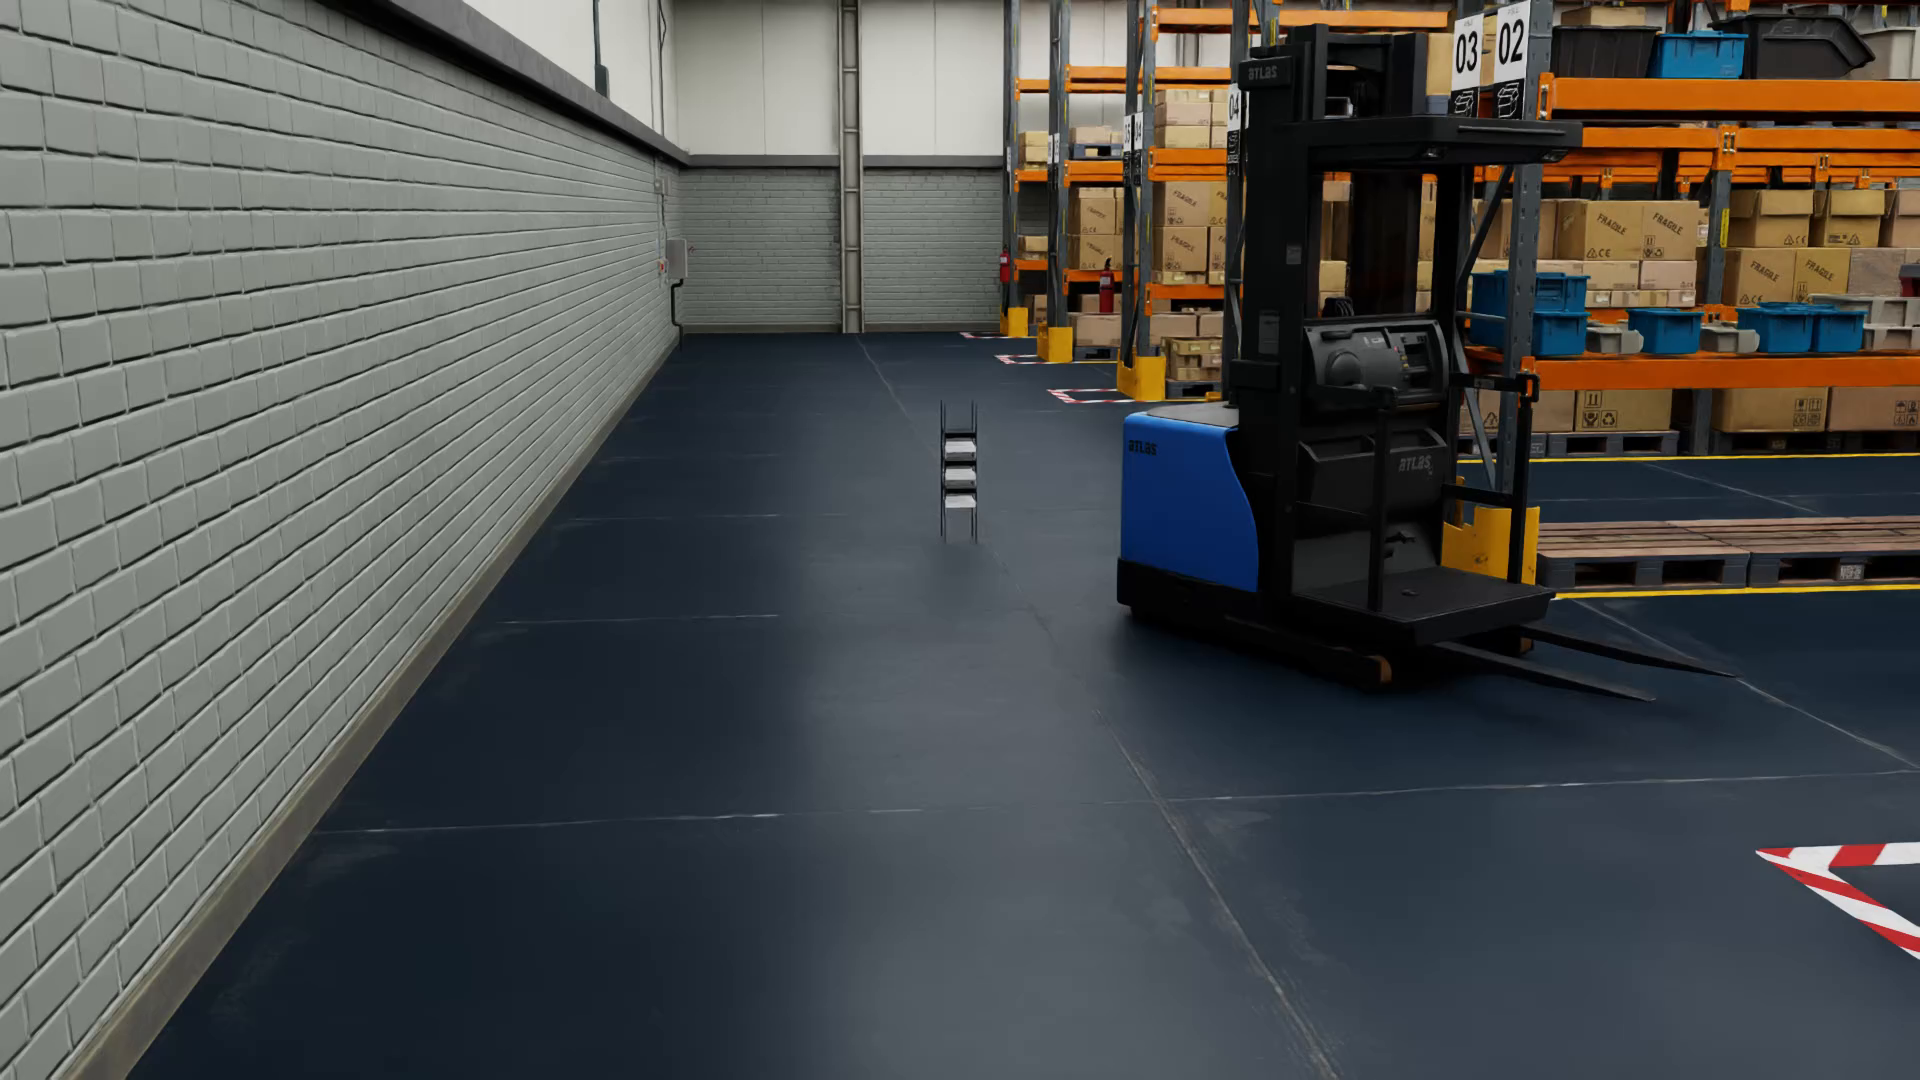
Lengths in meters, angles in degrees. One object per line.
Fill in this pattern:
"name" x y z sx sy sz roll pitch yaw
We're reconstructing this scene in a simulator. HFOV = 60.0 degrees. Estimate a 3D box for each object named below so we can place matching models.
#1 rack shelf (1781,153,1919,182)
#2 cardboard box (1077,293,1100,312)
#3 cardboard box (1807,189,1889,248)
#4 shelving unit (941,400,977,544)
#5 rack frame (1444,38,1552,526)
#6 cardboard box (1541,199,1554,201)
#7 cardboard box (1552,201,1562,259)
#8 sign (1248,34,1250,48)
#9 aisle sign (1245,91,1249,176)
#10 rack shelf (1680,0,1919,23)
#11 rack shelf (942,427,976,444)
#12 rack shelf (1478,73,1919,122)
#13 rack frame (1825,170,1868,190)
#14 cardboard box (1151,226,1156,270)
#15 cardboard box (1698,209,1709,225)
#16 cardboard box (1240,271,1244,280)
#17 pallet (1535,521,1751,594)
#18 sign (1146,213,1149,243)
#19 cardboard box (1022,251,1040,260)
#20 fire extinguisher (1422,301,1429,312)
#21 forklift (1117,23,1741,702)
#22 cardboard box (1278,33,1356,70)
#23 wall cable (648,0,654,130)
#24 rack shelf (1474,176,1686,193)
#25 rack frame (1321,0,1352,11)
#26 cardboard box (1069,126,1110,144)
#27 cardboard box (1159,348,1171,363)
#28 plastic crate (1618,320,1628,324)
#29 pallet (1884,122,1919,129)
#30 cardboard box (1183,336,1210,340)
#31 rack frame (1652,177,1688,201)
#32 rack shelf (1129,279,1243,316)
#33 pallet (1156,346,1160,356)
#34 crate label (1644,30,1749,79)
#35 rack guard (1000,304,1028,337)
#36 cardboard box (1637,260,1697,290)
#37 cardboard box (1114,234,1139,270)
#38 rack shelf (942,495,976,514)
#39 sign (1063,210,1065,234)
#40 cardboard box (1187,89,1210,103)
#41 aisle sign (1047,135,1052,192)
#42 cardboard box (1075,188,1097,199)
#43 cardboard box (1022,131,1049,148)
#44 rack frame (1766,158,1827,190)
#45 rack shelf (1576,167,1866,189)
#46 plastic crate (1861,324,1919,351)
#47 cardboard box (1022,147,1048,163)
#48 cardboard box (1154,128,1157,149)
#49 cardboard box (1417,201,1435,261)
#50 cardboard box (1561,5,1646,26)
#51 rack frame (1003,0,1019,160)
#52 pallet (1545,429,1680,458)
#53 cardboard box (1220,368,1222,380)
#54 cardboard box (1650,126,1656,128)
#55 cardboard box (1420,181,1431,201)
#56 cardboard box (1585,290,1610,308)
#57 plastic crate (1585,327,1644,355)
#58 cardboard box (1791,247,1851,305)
"rack shelf" 11.982 -4.499 20.064 4.000 0.370 1.077 -1 11 -6
"cardboard box" 2.338 -4.055 29.109 0.500 0.500 0.700 -1 11 -4
"cardboard box" 7.770 -2.870 14.830 0.637 0.503 0.797 -1 11 -5
"shelving unit" -0.008 -0.441 10.780 0.210 0.900 0.258 -1 11 -6
"rack frame" 3.010 -1.268 9.544 0.127 3.000 1.000 -1 11 -6
"cardboard box" 8.363 -4.752 24.411 0.500 0.500 0.500 -1 11 -5
"cardboard box" 5.458 -2.772 14.866 0.500 0.500 0.500 -1 11 -6
"sign" 4.882 -8.490 28.100 0.005 0.325 0.100 -1 11 -6
"aisle sign" 2.436 -3.435 13.824 0.004 0.787 0.394 -1 11 -6
"rack shelf" 8.440 -4.738 14.540 4.000 0.370 1.077 -1 11 -6
"rack shelf" -0.008 -0.674 10.735 0.200 0.077 0.258 -1 11 -6
"rack shelf" 4.999 -2.429 9.535 4.000 0.370 1.077 -1 11 -6
"rack frame" 13.335 -4.369 25.314 0.127 3.000 1.000 -1 11 -6
"cardboard box" 2.459 -3.425 19.484 0.500 0.500 0.500 -1 11 -5
"cardboard box" 10.875 -4.676 24.758 0.500 0.500 0.500 -1 11 -5
"cardboard box" 3.162 -3.032 19.168 0.250 0.149 0.380 -1 11 -3
"pallet" 3.834 0.090 9.862 1.213 0.211 1.003 -1 11 -6
"sign" 2.099 -3.492 18.611 0.005 0.325 0.100 -1 11 -6
"cardboard box" 1.222 -4.901 28.675 0.250 0.149 0.380 -1 11 -7
"fire extinguisher" 2.811 -1.131 10.014 0.183 0.674 0.296 -1 11 -6
"forklift" 2.094 -0.866 7.675 1.130 2.935 3.031 -8 14 -34
"cardboard box" 2.986 -4.015 14.133 0.500 0.500 0.700 -2 11 -10
"wall cable" -4.219 -6.890 22.586 0.029 3.000 0.463 -1 11 -6
"rack shelf" 10.807 -6.398 29.723 4.000 0.370 1.077 -1 11 -6
"rack frame" 5.382 -7.146 23.887 0.127 3.000 1.000 -1 11 -6
"cardboard box" 1.843 -5.799 23.852 0.500 0.250 0.500 -2 11 -11
"cardboard box" 2.534 -2.190 19.764 0.250 0.149 0.380 -2 11 -8
"plastic crate" 4.091 -1.223 9.843 0.243 0.136 0.396 -1 11 -6
"pallet" 8.683 -3.717 14.710 1.213 0.211 1.003 -1 11 -3
"cardboard box" 2.795 -2.324 19.675 0.250 0.149 0.380 -1 11 -5
"rack frame" 12.795 -5.320 30.155 0.127 3.000 1.000 -1 11 -6
"rack shelf" 4.028 -2.860 19.505 4.000 0.370 1.077 -1 11 -6
"pallet" 3.402 -2.807 24.598 1.213 0.211 1.003 -1 11 -6
"crate label" 3.962 -2.624 9.051 0.502 0.251 0.408 -1 11 -6
"rack guard" 0.941 -3.846 29.133 0.348 0.500 1.175 -1 11 -6
"cardboard box" 6.041 -2.314 14.482 0.500 0.250 0.500 -1 11 -7
"cardboard box" 2.413 -4.139 23.884 0.500 0.500 0.500 -1 11 -7
"rack shelf" -0.008 -0.232 10.822 0.200 0.077 0.258 -1 11 -6
"sign" 1.459 -4.476 23.409 0.005 0.325 0.100 -1 11 -6
"cardboard box" 2.642 -4.976 18.684 0.250 0.149 0.380 -1 11 -4
"aisle sign" 1.300 -5.452 24.086 0.004 0.787 0.394 -1 11 -6
"cardboard box" 1.788 -4.931 23.641 0.250 0.149 0.380 -1 11 -5
"cardboard box" 1.334 -6.821 28.334 0.500 0.250 0.500 -1 11 -7
"rack frame" 9.993 -3.338 20.072 0.127 3.000 1.000 -1 11 -6
"rack shelf" 11.347 -5.446 24.882 4.000 0.370 1.077 -1 11 -6
"plastic crate" 5.288 -1.158 9.509 0.466 0.136 0.293 -1 11 -6
"cardboard box" 1.336 -6.571 28.360 0.500 0.250 0.500 -1 11 -7
"cardboard box" 2.464 -4.630 19.255 0.500 0.250 0.500 -1 11 -7
"cardboard box" 3.993 -2.639 14.190 0.500 0.500 0.500 -2 11 -8
"cardboard box" 5.516 -4.427 14.284 0.500 0.250 0.500 -2 11 -10
"rack frame" 0.865 -8.014 28.305 0.127 3.000 1.000 -1 11 -6
"pallet" 5.688 -0.932 15.064 1.213 0.211 1.003 -1 11 -6
"cardboard box" 3.093 -1.956 19.342 0.250 0.149 0.380 -1 11 -5
"cardboard box" 8.404 -4.875 19.854 0.500 0.500 0.500 -1 11 -6
"cardboard box" 5.065 -3.867 19.140 0.500 0.500 0.500 -2 11 -8
"cardboard box" 5.417 -2.093 14.389 0.250 0.149 0.380 -1 11 -5
"plastic crate" 3.619 -1.101 9.221 0.298 0.136 0.250 -1 11 -6
"cardboard box" 7.436 -2.323 14.648 0.500 0.500 0.500 -1 11 -6
